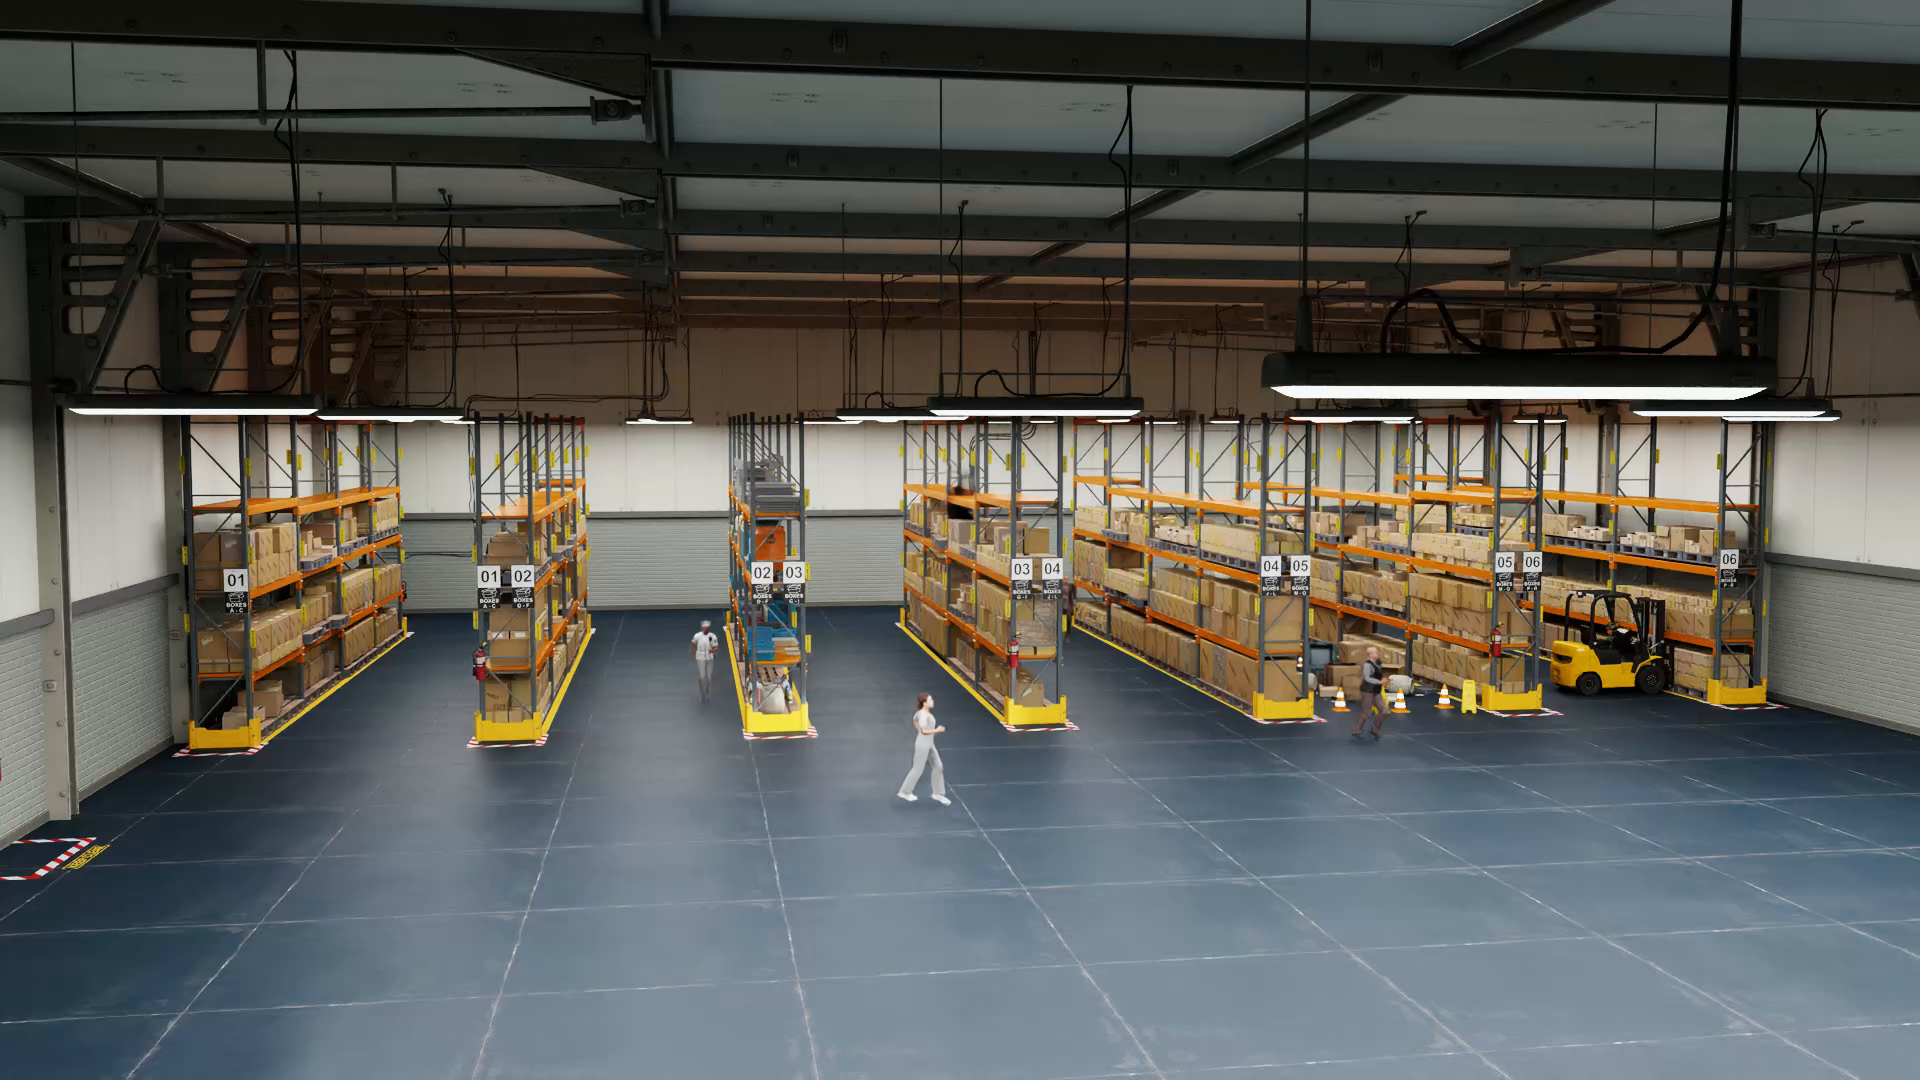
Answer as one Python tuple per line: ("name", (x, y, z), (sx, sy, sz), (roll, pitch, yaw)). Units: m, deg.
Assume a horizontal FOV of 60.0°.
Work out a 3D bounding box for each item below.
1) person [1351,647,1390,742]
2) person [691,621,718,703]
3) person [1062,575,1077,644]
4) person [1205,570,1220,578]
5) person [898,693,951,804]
("person", (7.493, 2.817, 30.230), (0.733, 1.767, 0.666), (3, 5, 38))
("person", (-5.315, 2.528, 34.693), (0.536, 1.726, 0.789), (-1, 4, -16))
("person", (2.781, 1.929, 44.349), (0.746, 1.638, 0.965), (-1, 4, -12))
("person", (7.675, 1.449, 50.626), (0.728, 1.755, 0.614), (0, 4, 3))
("person", (-0.535, 3.155, 25.181), (0.807, 1.700, 0.564), (1, 4, 9))
